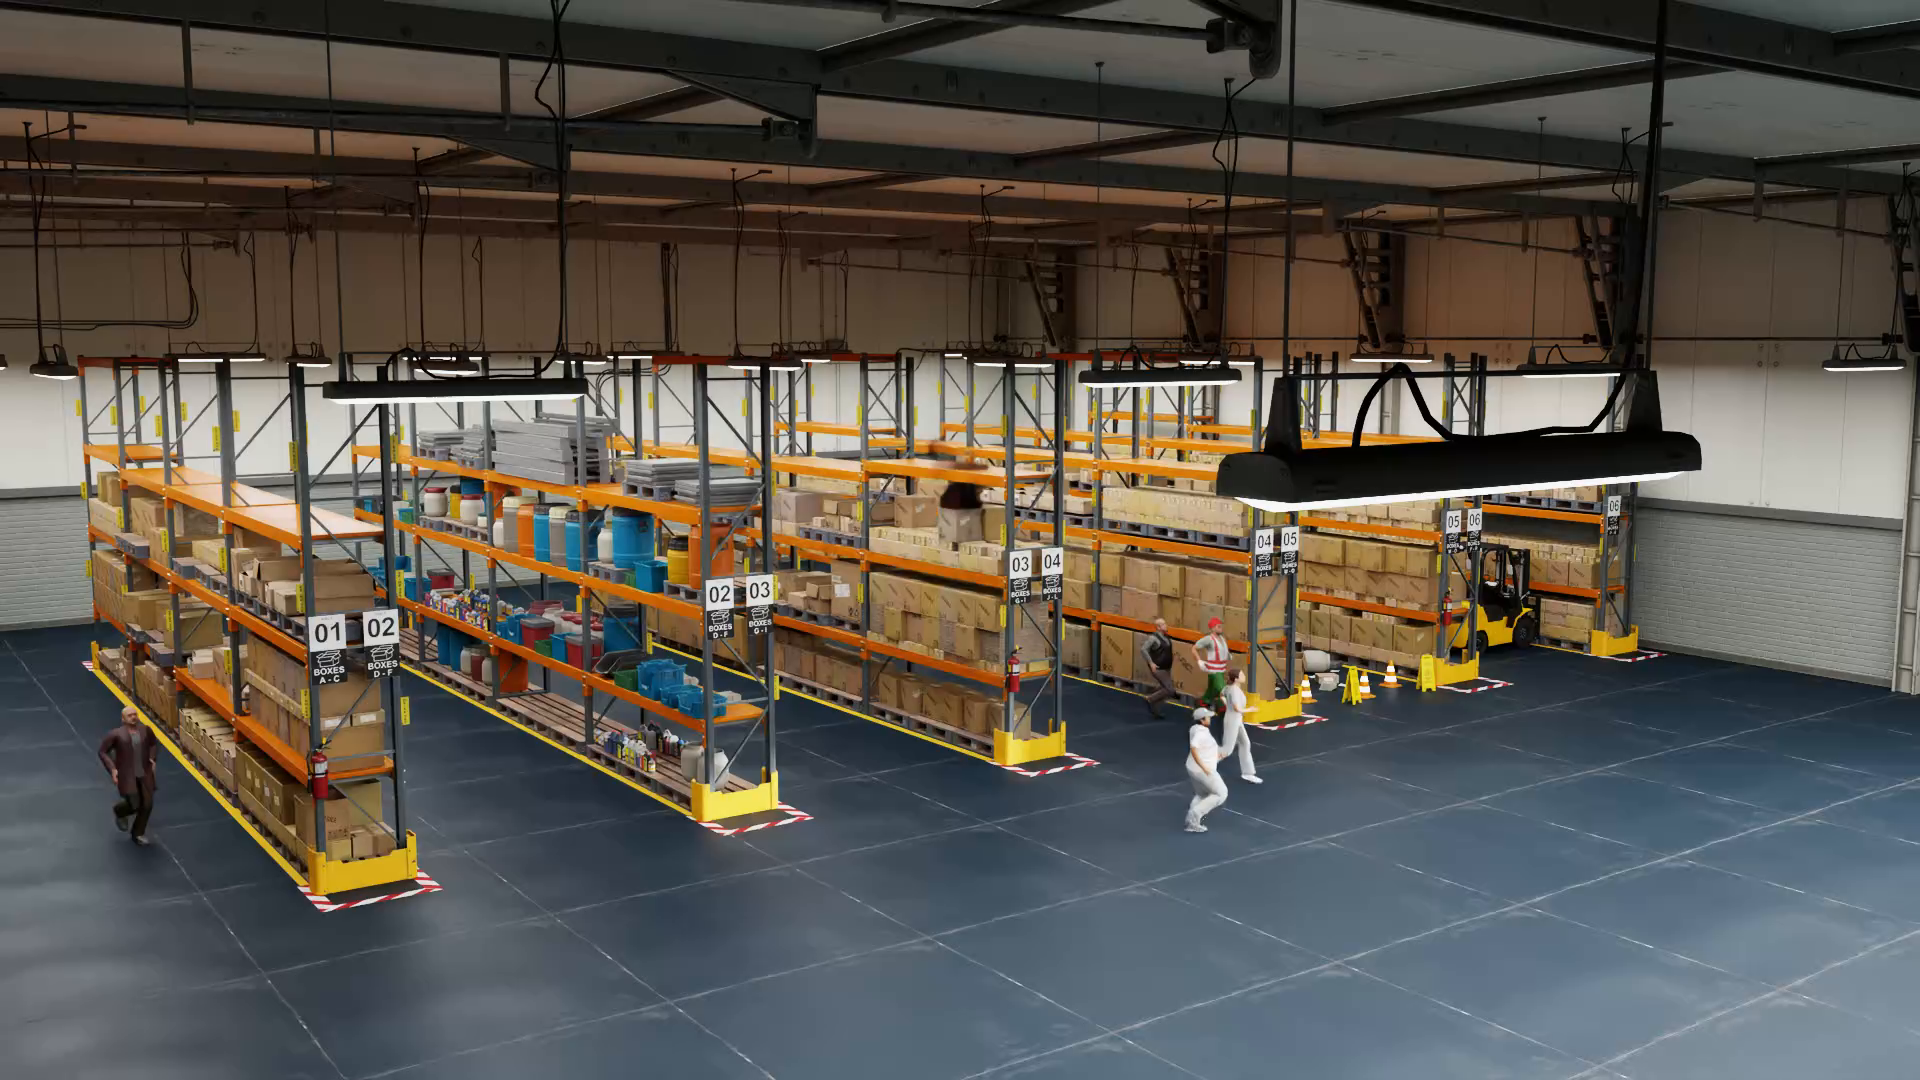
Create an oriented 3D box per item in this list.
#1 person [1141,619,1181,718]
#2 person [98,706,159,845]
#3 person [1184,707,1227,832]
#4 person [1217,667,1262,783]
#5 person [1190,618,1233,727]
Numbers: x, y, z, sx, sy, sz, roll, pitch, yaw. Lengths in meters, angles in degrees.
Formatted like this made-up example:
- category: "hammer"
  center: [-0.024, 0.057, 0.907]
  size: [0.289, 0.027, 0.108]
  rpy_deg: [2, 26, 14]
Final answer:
- category: "person"
  center: [3.383, 2.147, 27.663]
  size: [0.572, 1.679, 0.649]
  rpy_deg: [5, 8, 33]
- category: "person"
  center: [-10.398, 2.951, 20.922]
  size: [0.605, 1.737, 0.709]
  rpy_deg: [6, 9, 41]
- category: "person"
  center: [3.151, 2.943, 21.301]
  size: [0.559, 1.619, 0.593]
  rpy_deg: [-1, 7, -9]
- category: "person"
  center: [3.840, 2.639, 23.676]
  size: [0.967, 1.682, 0.577]
  rpy_deg: [1, 7, 4]
- category: "person"
  center: [4.159, 2.171, 26.961]
  size: [0.899, 1.820, 0.738]
  rpy_deg: [4, 8, 31]
